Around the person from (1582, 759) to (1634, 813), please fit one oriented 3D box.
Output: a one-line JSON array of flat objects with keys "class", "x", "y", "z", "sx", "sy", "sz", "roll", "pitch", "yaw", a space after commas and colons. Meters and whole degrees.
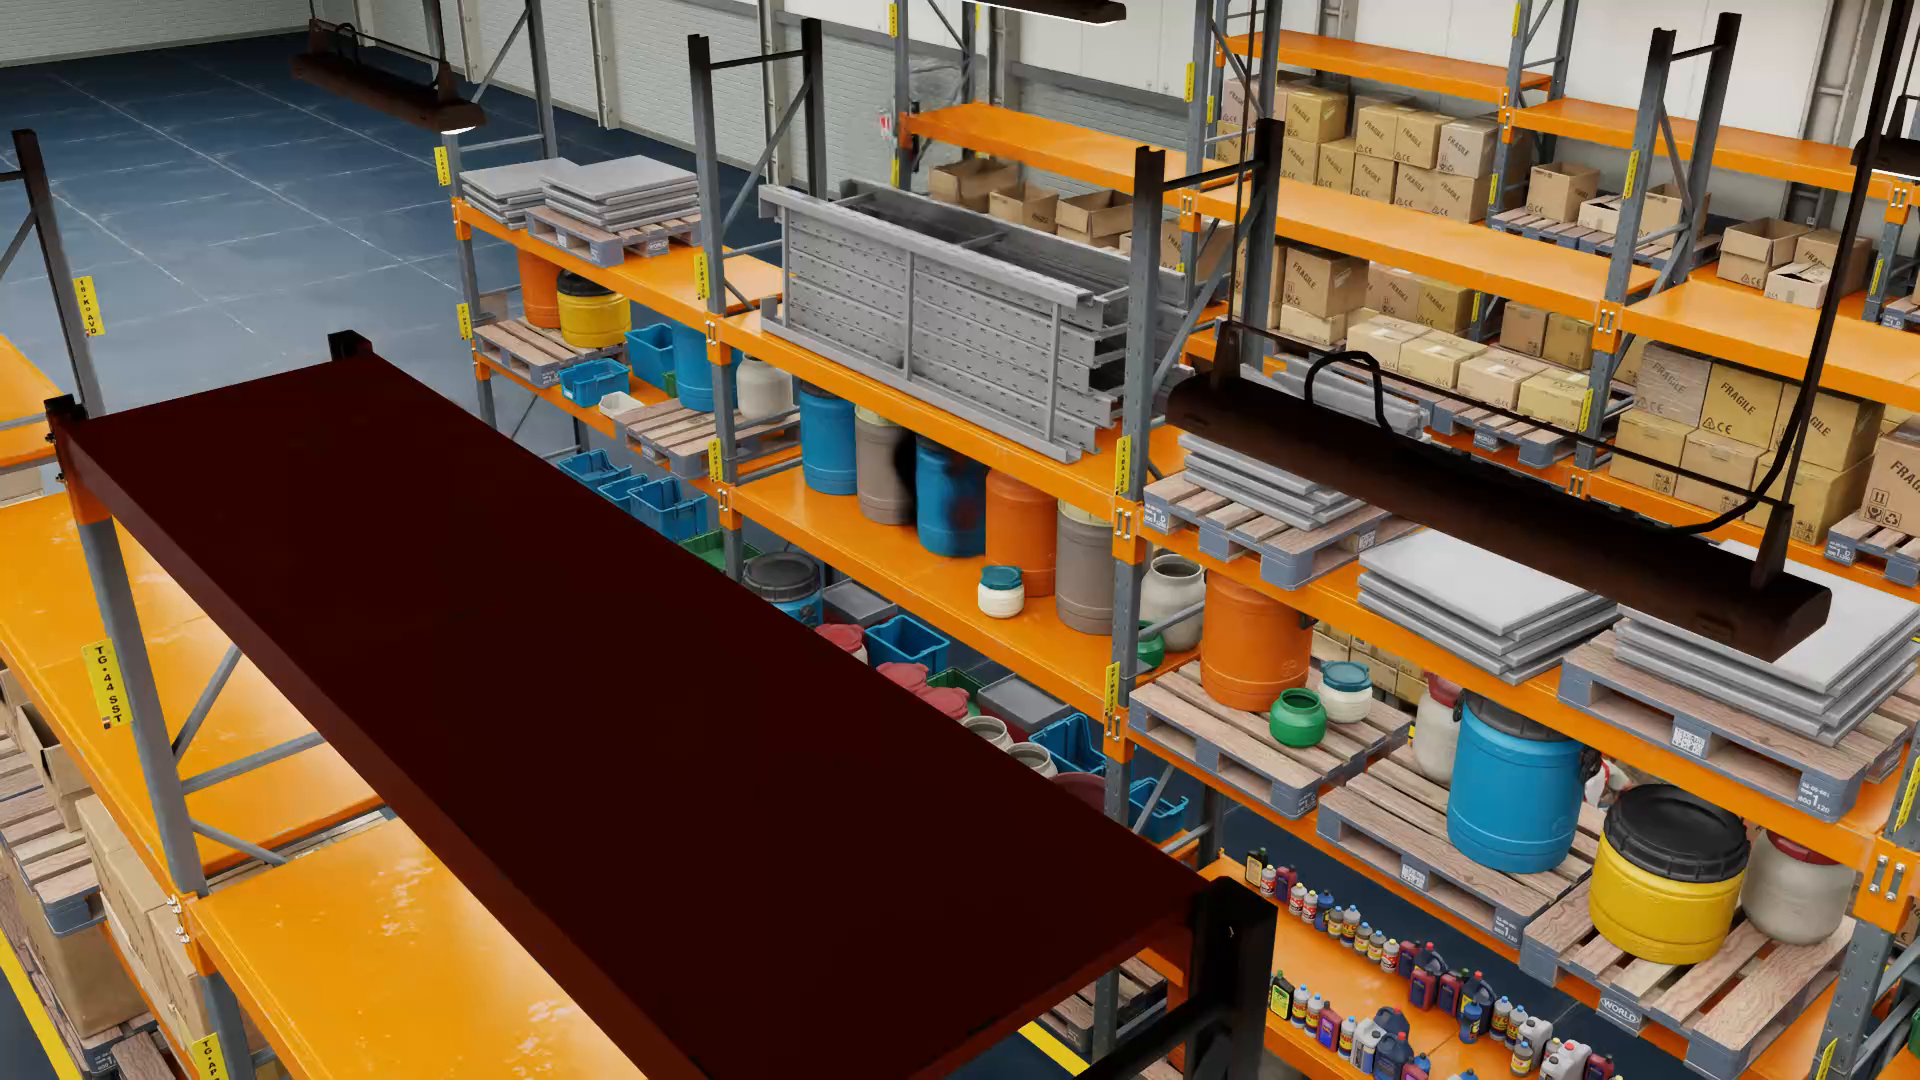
[{"class": "person", "x": 4.061, "y": 2.030, "z": 11.097, "sx": 0.958, "sy": 1.806, "sz": 0.660, "roll": 22, "pitch": 34, "yaw": 37}]
